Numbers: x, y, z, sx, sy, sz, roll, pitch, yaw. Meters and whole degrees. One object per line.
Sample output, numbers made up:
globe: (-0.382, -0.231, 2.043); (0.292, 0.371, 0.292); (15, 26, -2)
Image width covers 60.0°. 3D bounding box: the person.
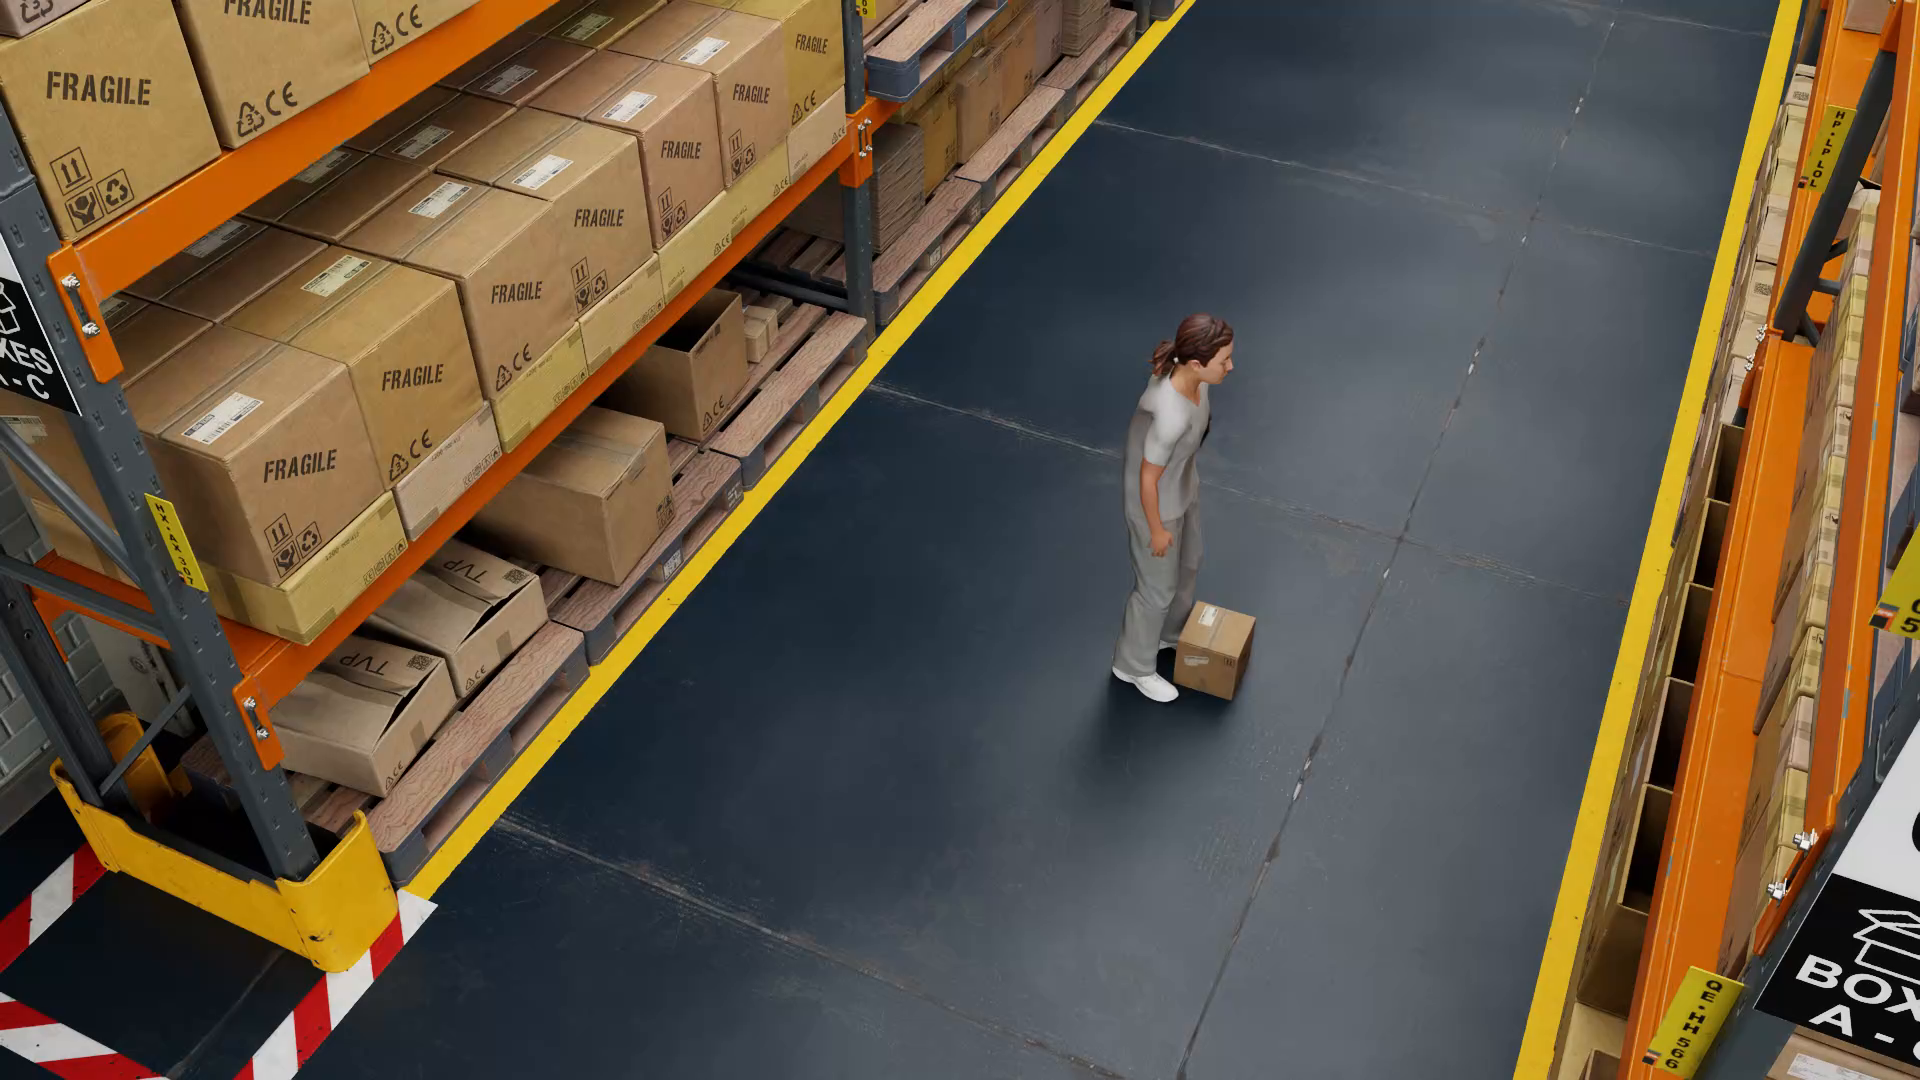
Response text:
person: (0.823, -0.139, 6.315); (0.416, 1.671, 0.502); (15, 44, 16)
